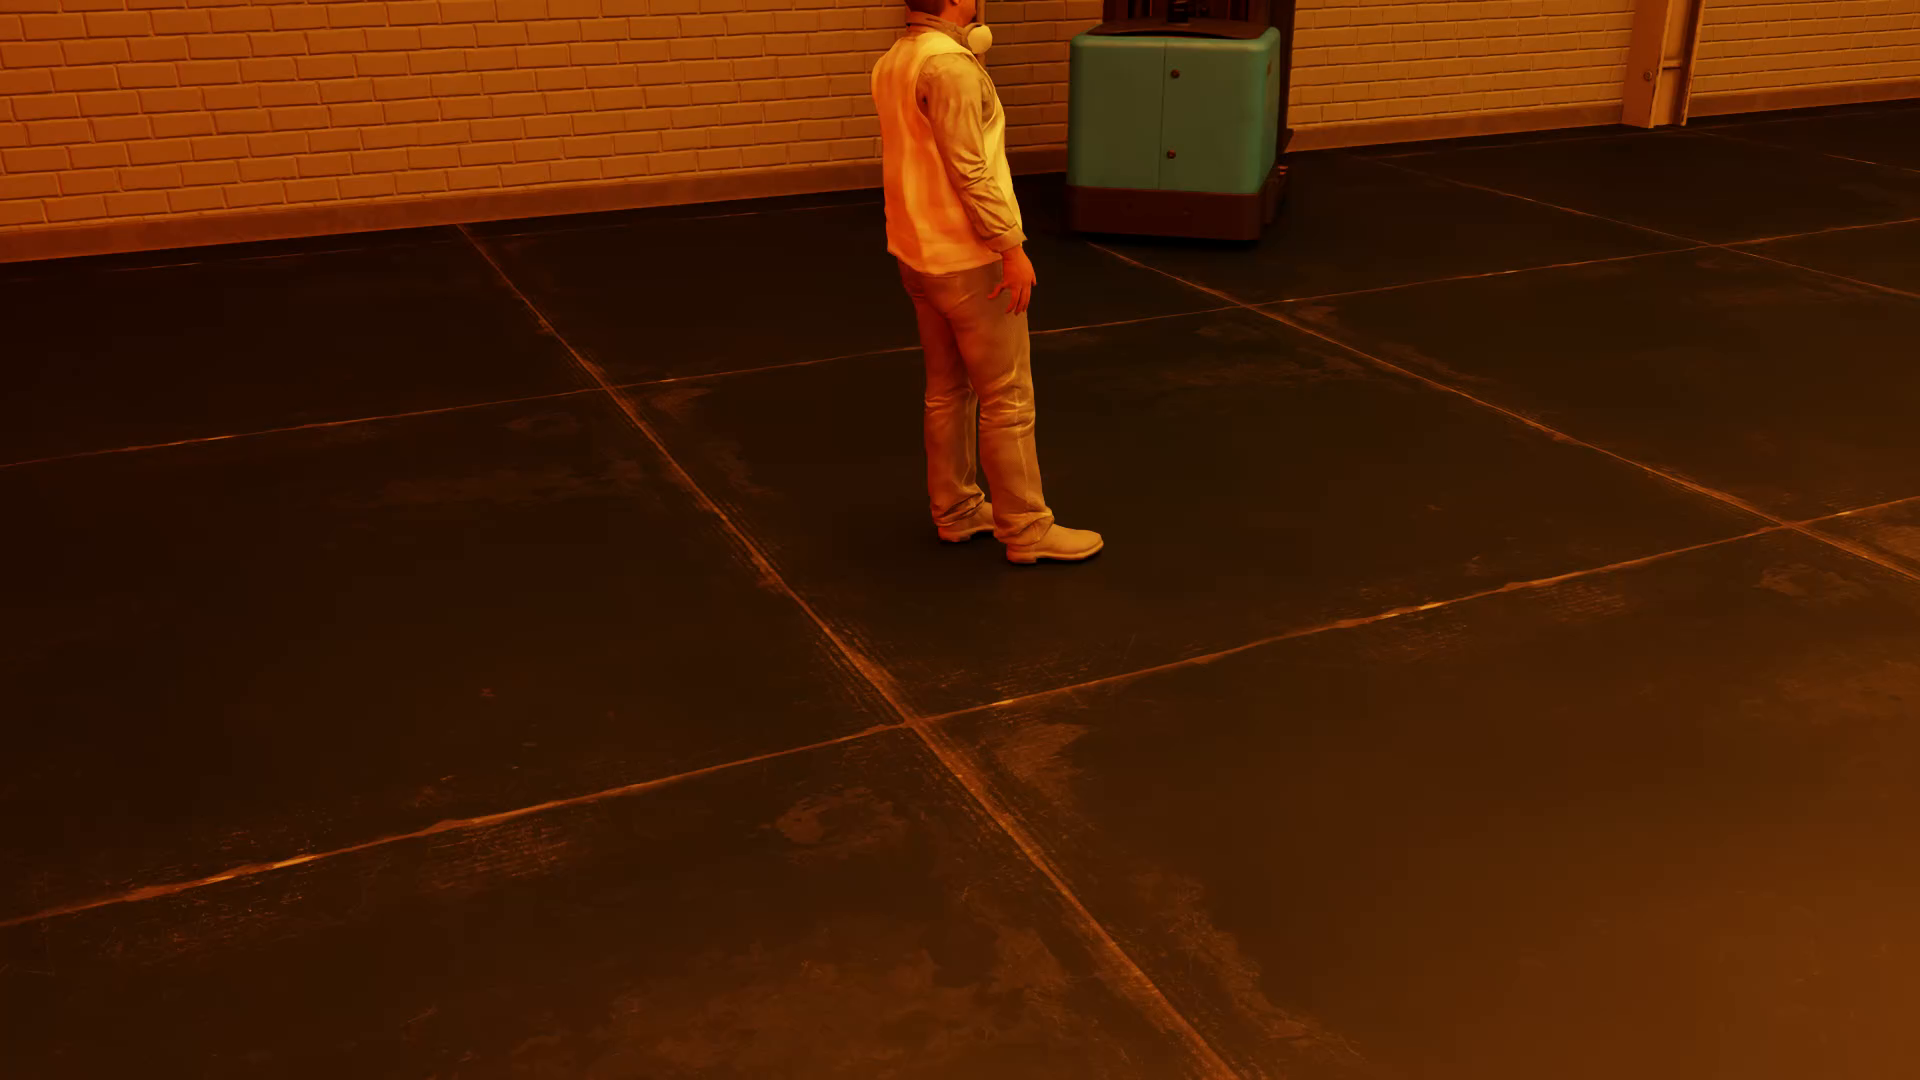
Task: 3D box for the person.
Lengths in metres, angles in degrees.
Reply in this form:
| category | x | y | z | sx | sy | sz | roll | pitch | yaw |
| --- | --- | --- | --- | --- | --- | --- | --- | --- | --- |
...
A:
| category | x | y | z | sx | sy | sz | roll | pitch | yaw |
| --- | --- | --- | --- | --- | --- | --- | --- | --- | --- |
| person | 0.060 | -0.833 | 4.781 | 0.568 | 1.773 | 0.632 | -10 | 25 | -23 |

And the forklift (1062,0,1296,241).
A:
| category | x | y | z | sx | sy | sz | roll | pitch | yaw |
| --- | --- | --- | --- | --- | --- | --- | --- | --- | --- |
| forklift | 1.425 | -3.454 | 9.600 | 1.130 | 2.935 | 3.031 | 6 | 23 | 14 |
